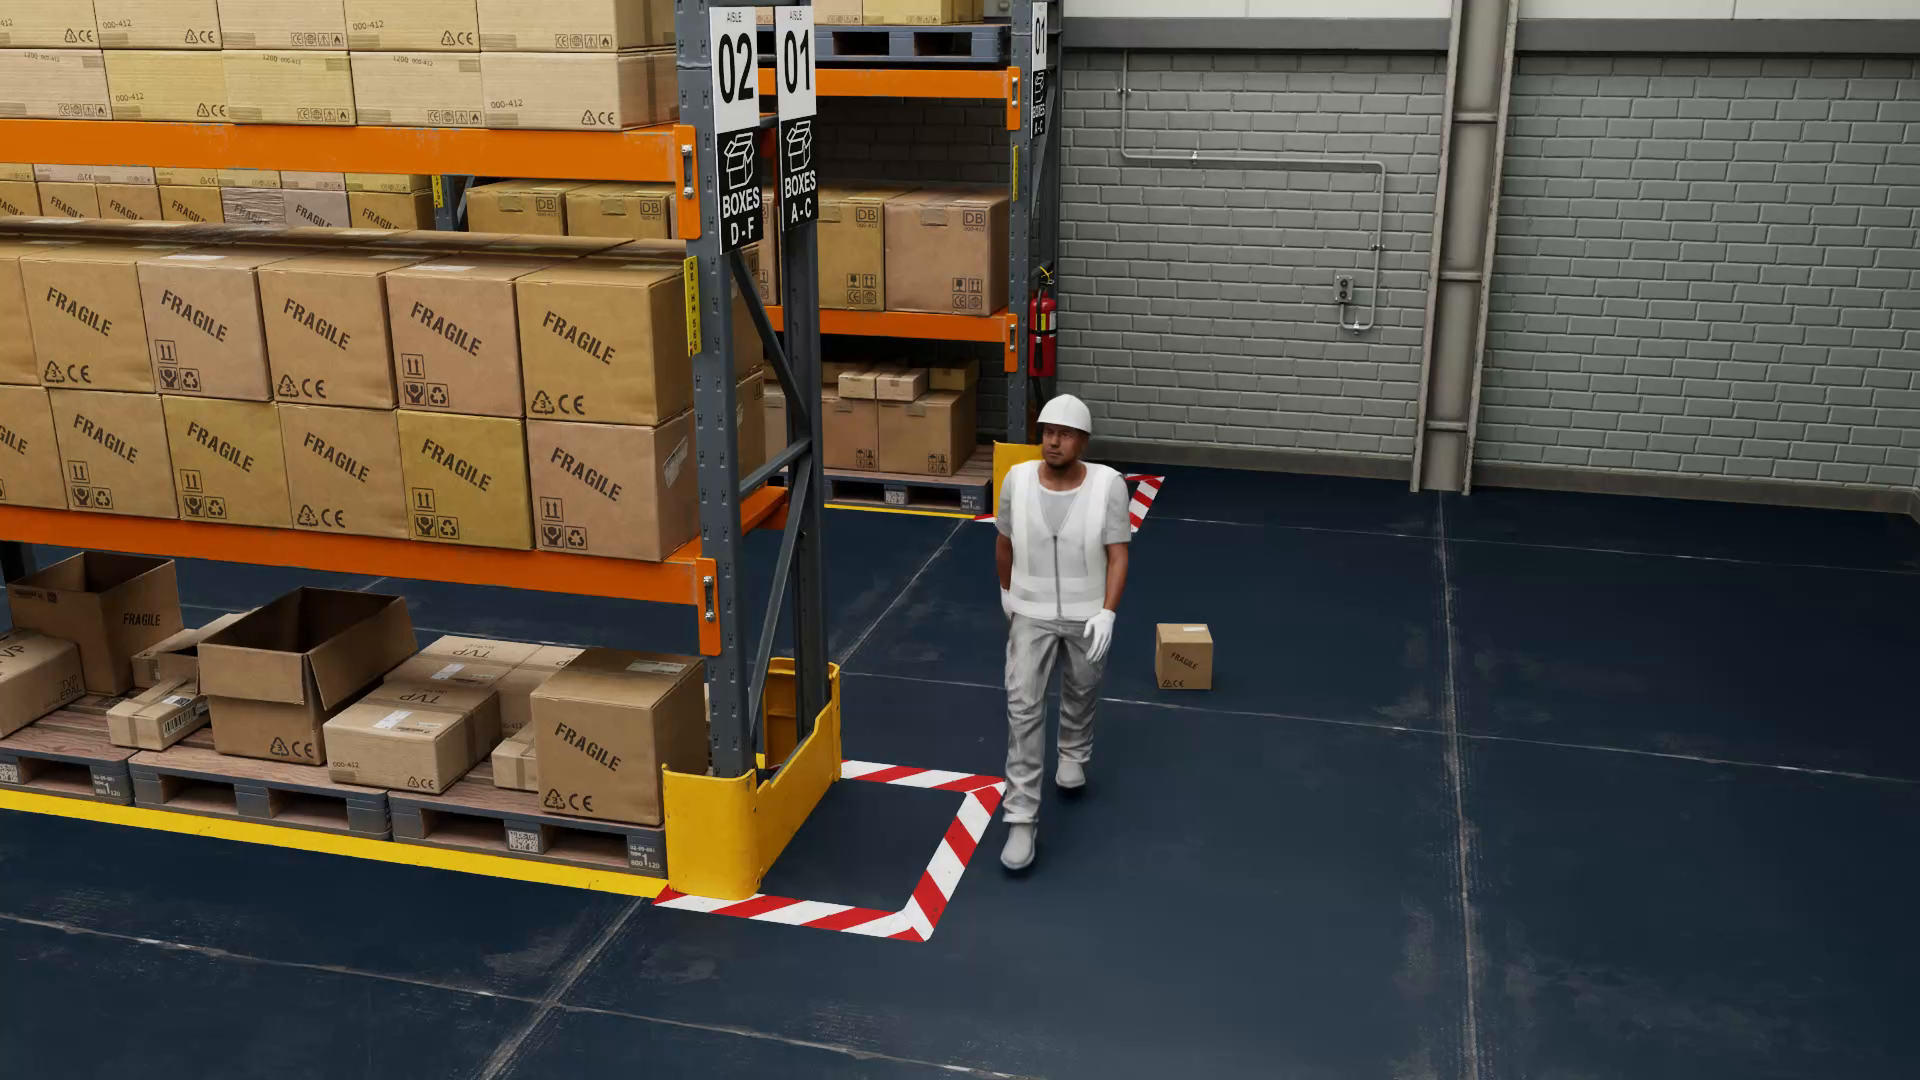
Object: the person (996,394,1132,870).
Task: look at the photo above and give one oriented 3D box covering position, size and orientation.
[{"bbox_3d":[0.392,0.304,6.547,0.545,1.741,0.969,2,18,6],"label":"person"}]
